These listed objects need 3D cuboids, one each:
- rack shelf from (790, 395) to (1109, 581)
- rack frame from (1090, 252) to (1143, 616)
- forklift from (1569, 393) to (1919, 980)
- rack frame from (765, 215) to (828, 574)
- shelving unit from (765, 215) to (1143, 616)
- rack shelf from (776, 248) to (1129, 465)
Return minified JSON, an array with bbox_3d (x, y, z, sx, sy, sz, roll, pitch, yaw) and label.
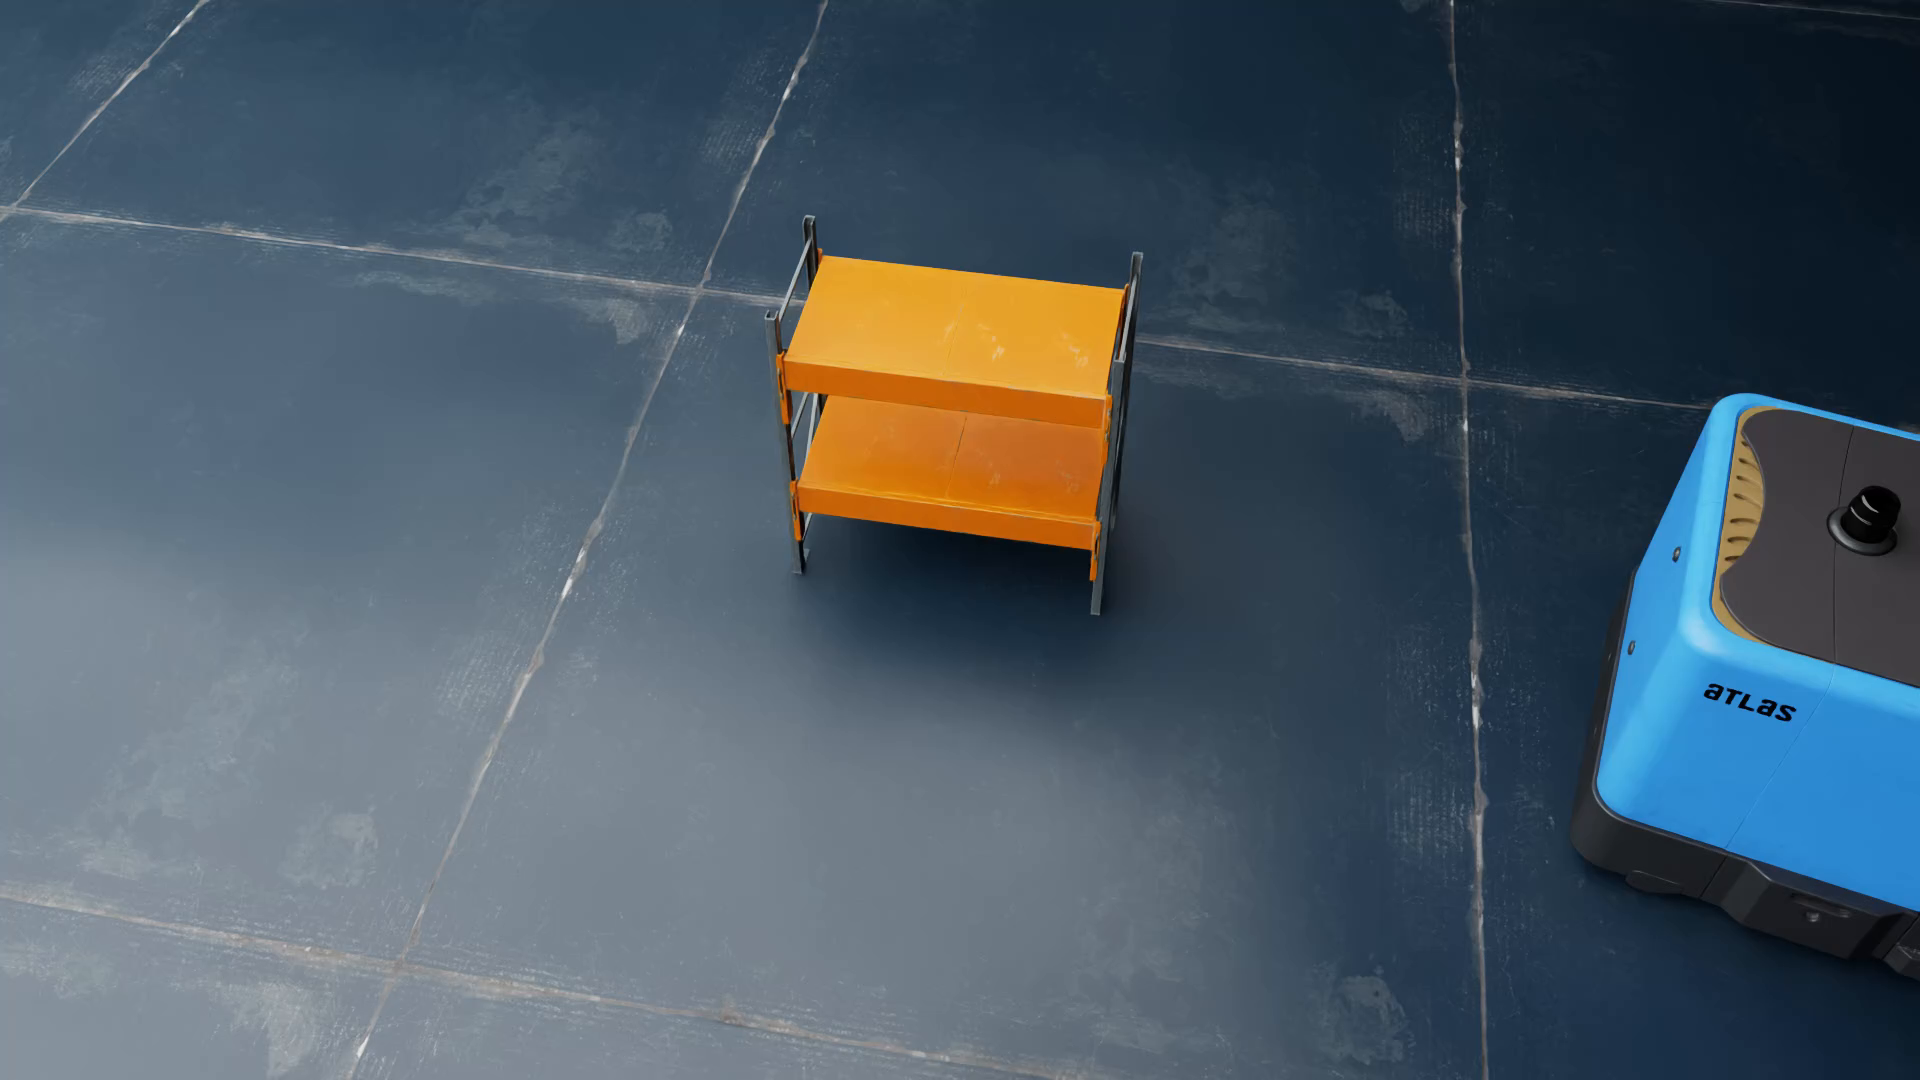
[{"bbox_3d":[-0.007,-0.213,5.514,1.000,0.278,0.538,8,49,7],"label":"rack shelf"},{"bbox_3d":[0.494,-0.310,5.272,0.032,1.125,0.500,8,49,7],"label":"rack frame"},{"bbox_3d":[3.353,0.055,3.730,3.031,2.935,1.130,17,50,15],"label":"forklift"},{"bbox_3d":[-0.507,-0.444,5.393,0.032,1.125,0.500,8,49,7],"label":"rack frame"},{"bbox_3d":[-0.007,-0.377,5.332,1.048,1.125,0.538,8,49,7],"label":"shelving unit"},{"bbox_3d":[-0.007,-0.572,5.115,1.000,0.278,0.538,8,49,7],"label":"rack shelf"}]
